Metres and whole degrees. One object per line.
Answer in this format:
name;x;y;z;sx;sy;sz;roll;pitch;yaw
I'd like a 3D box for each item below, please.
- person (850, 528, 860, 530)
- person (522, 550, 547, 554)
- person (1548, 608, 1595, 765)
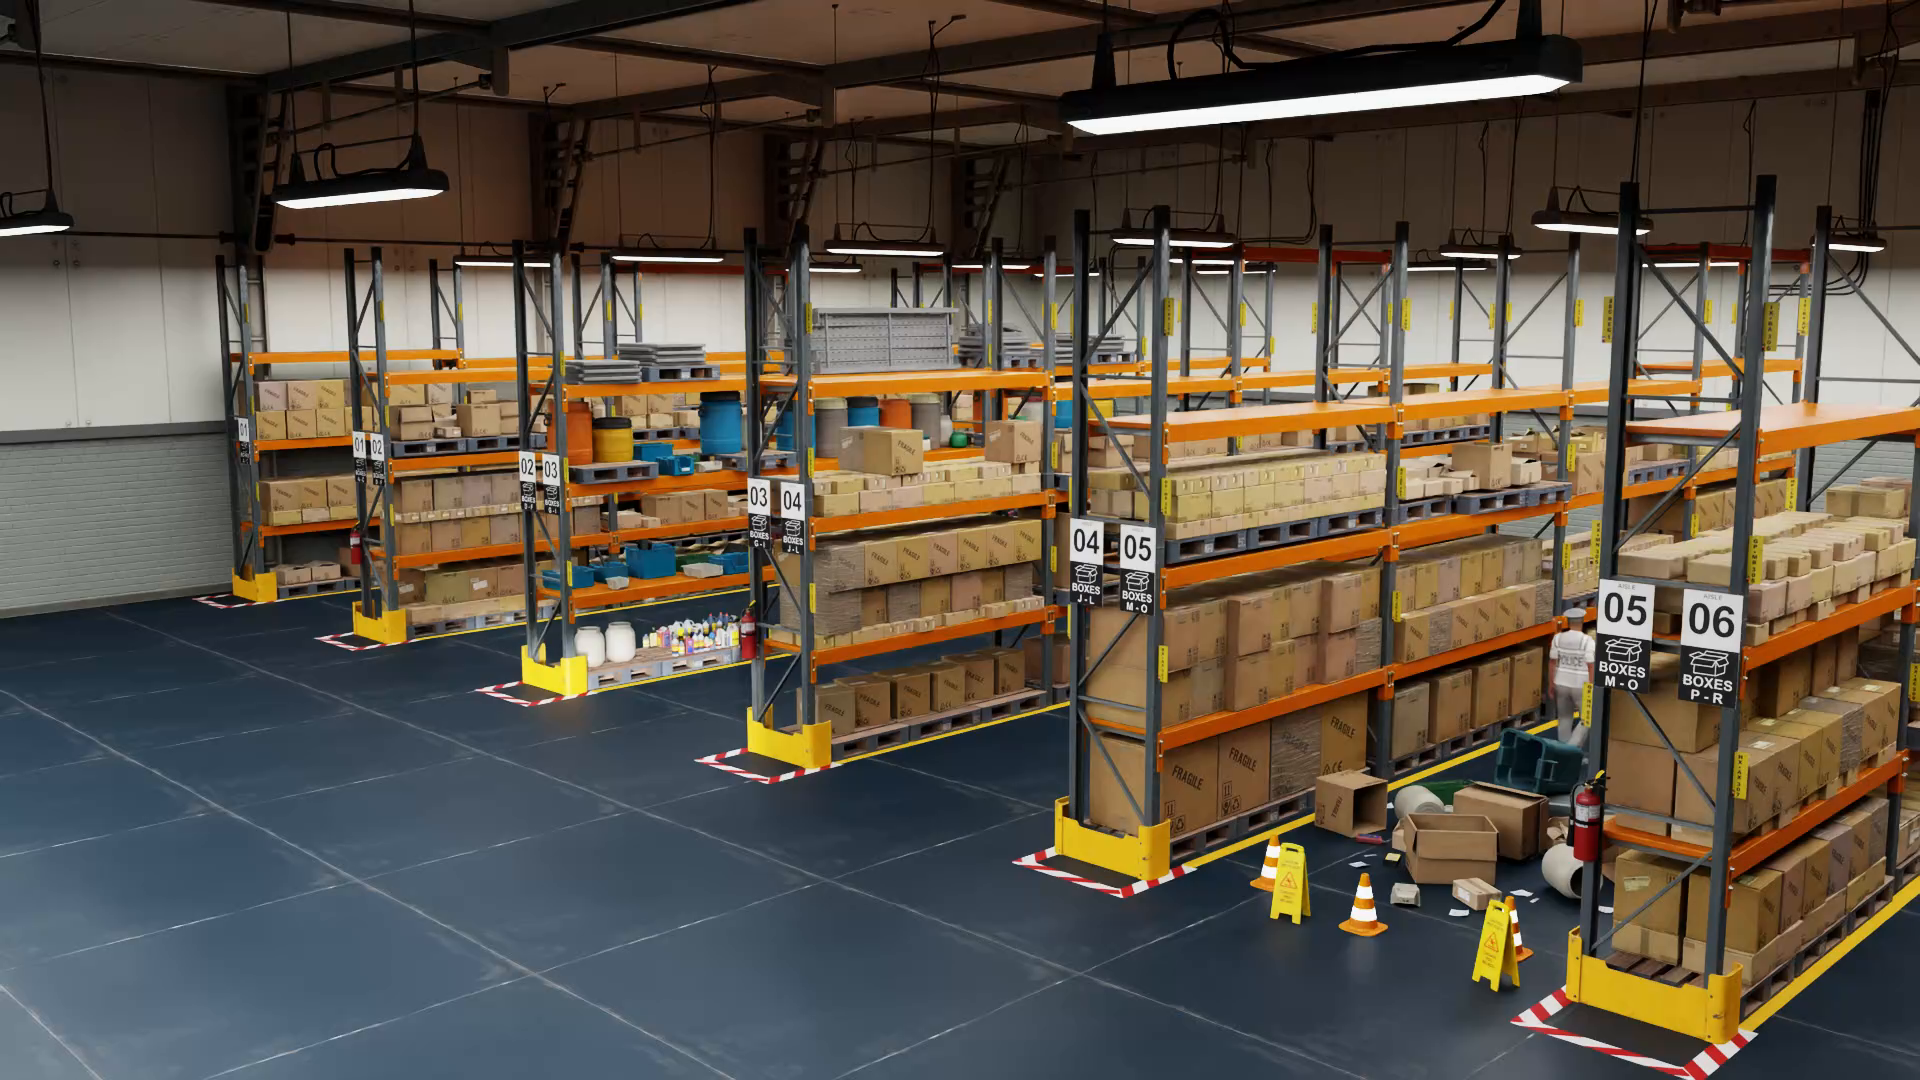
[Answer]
person;-1.786;0.309;28.631;0.523;1.653;0.640;5;10;34
person;-7.812;-0.003;30.411;0.569;1.813;0.694;3;9;21
person;6.911;1.656;18.755;0.579;1.755;0.565;8;11;43
